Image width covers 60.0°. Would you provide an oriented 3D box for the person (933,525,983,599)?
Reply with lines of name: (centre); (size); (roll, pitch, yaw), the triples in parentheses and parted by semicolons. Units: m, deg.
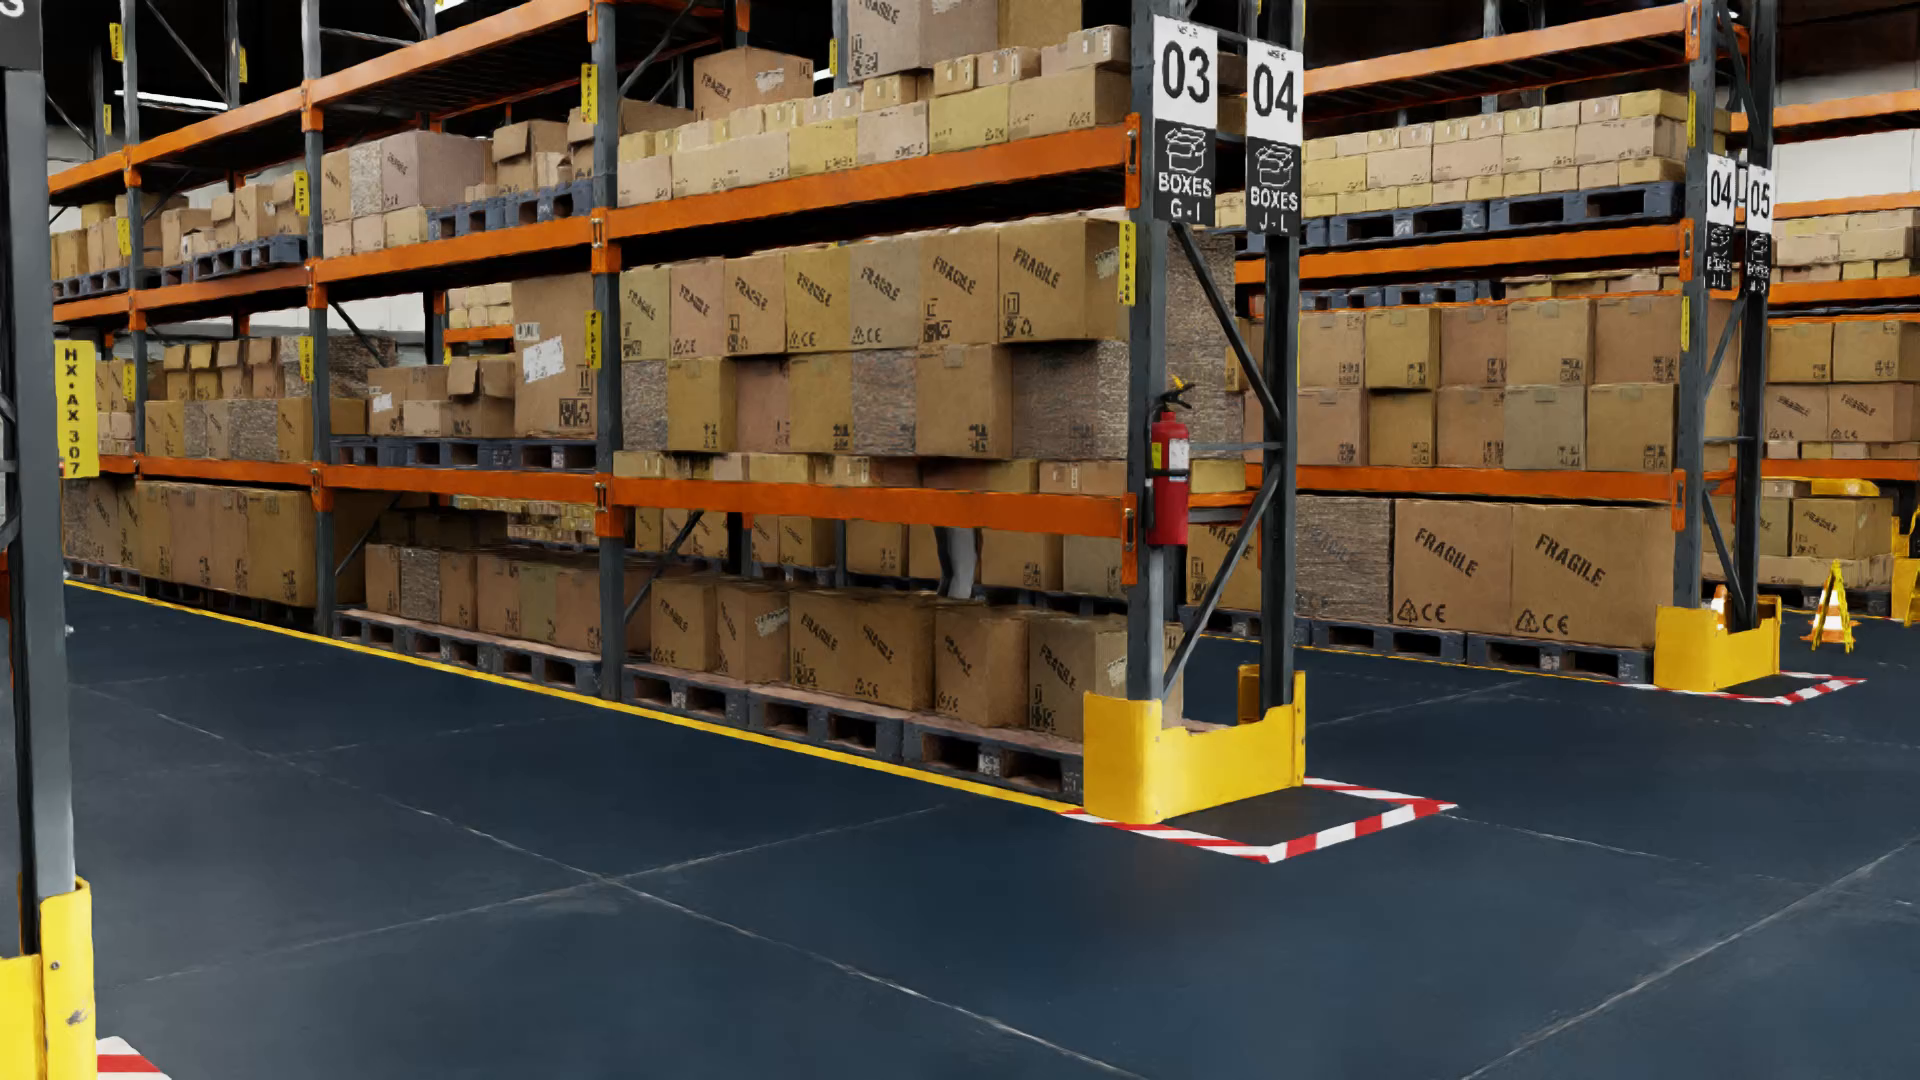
person: (0.013, -0.097, 11.987); (0.389, 1.680, 0.536); (-3, 5, -34)
